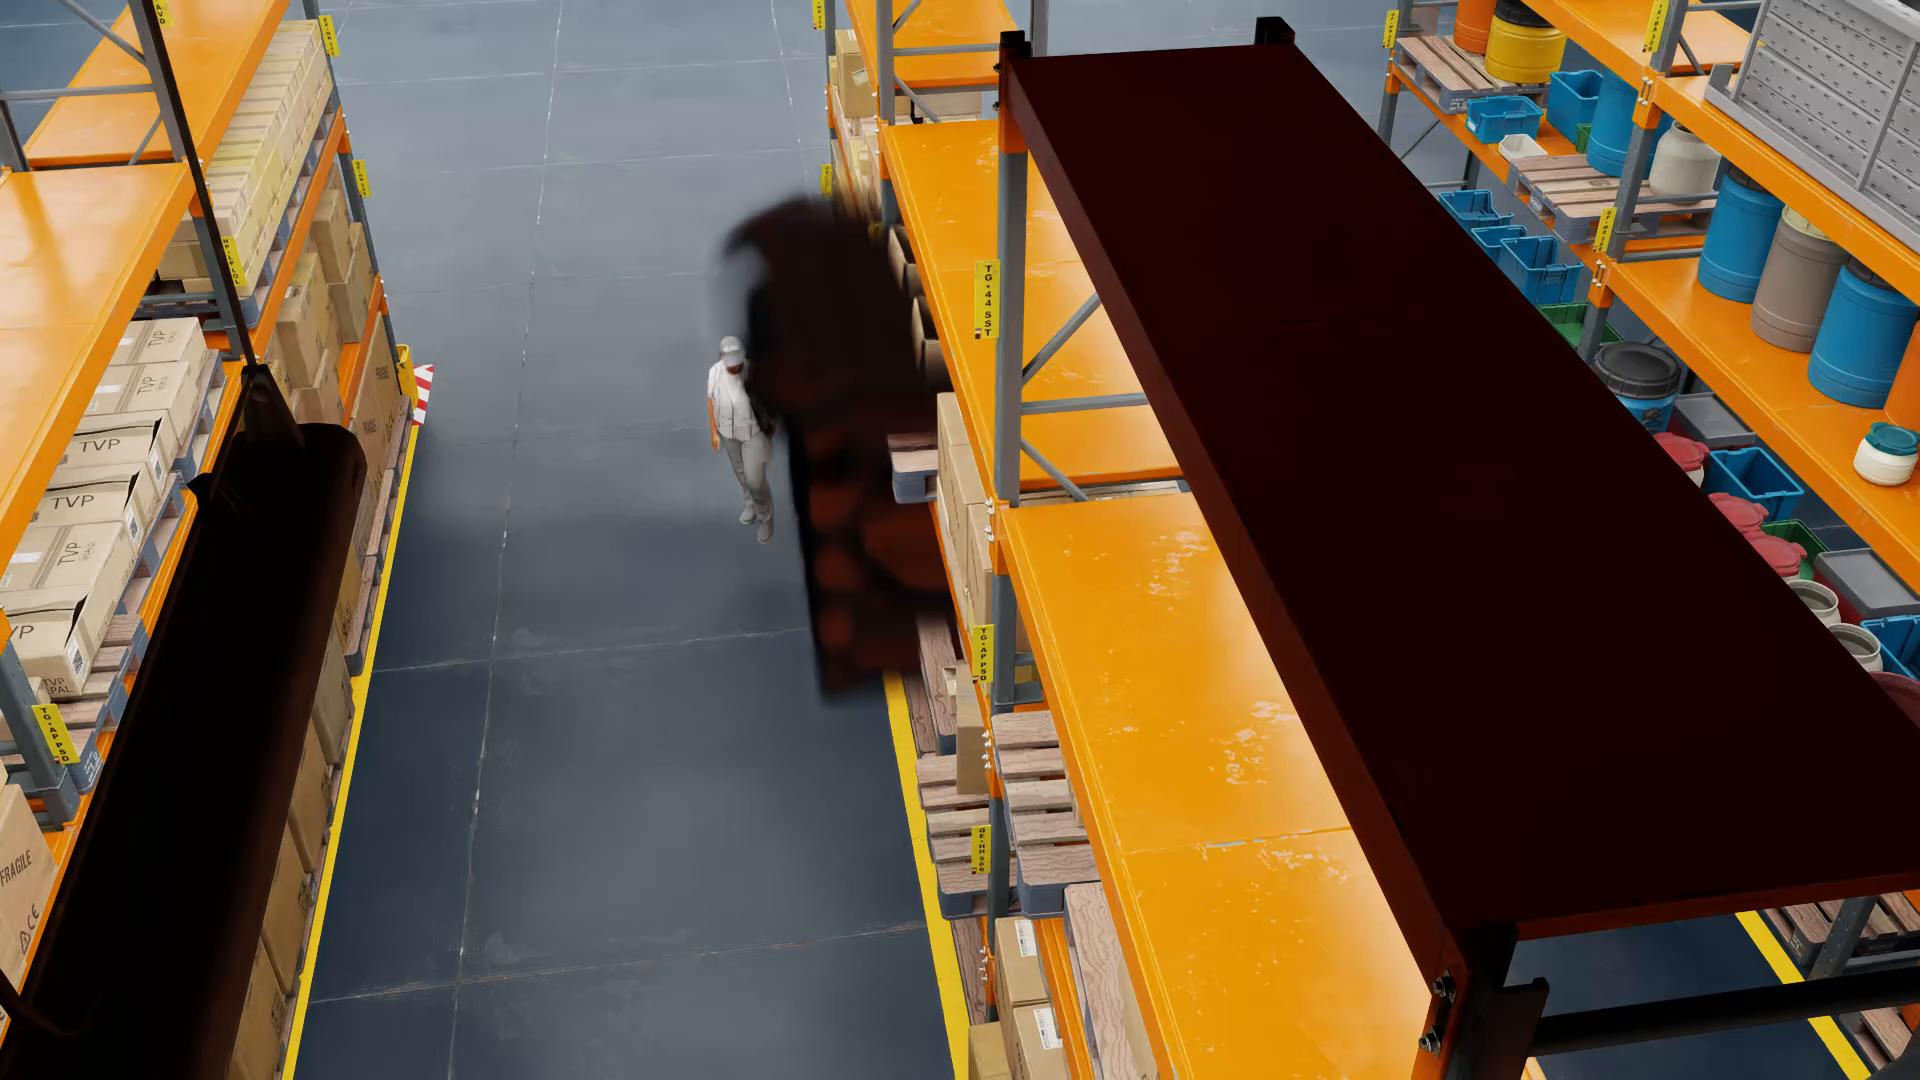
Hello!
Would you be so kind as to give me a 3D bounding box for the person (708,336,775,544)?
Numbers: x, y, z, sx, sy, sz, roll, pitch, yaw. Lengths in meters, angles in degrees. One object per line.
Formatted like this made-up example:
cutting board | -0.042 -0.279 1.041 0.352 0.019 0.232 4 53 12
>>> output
person | -1.654 -0.789 12.680 0.480 1.757 0.416 15 39 19
